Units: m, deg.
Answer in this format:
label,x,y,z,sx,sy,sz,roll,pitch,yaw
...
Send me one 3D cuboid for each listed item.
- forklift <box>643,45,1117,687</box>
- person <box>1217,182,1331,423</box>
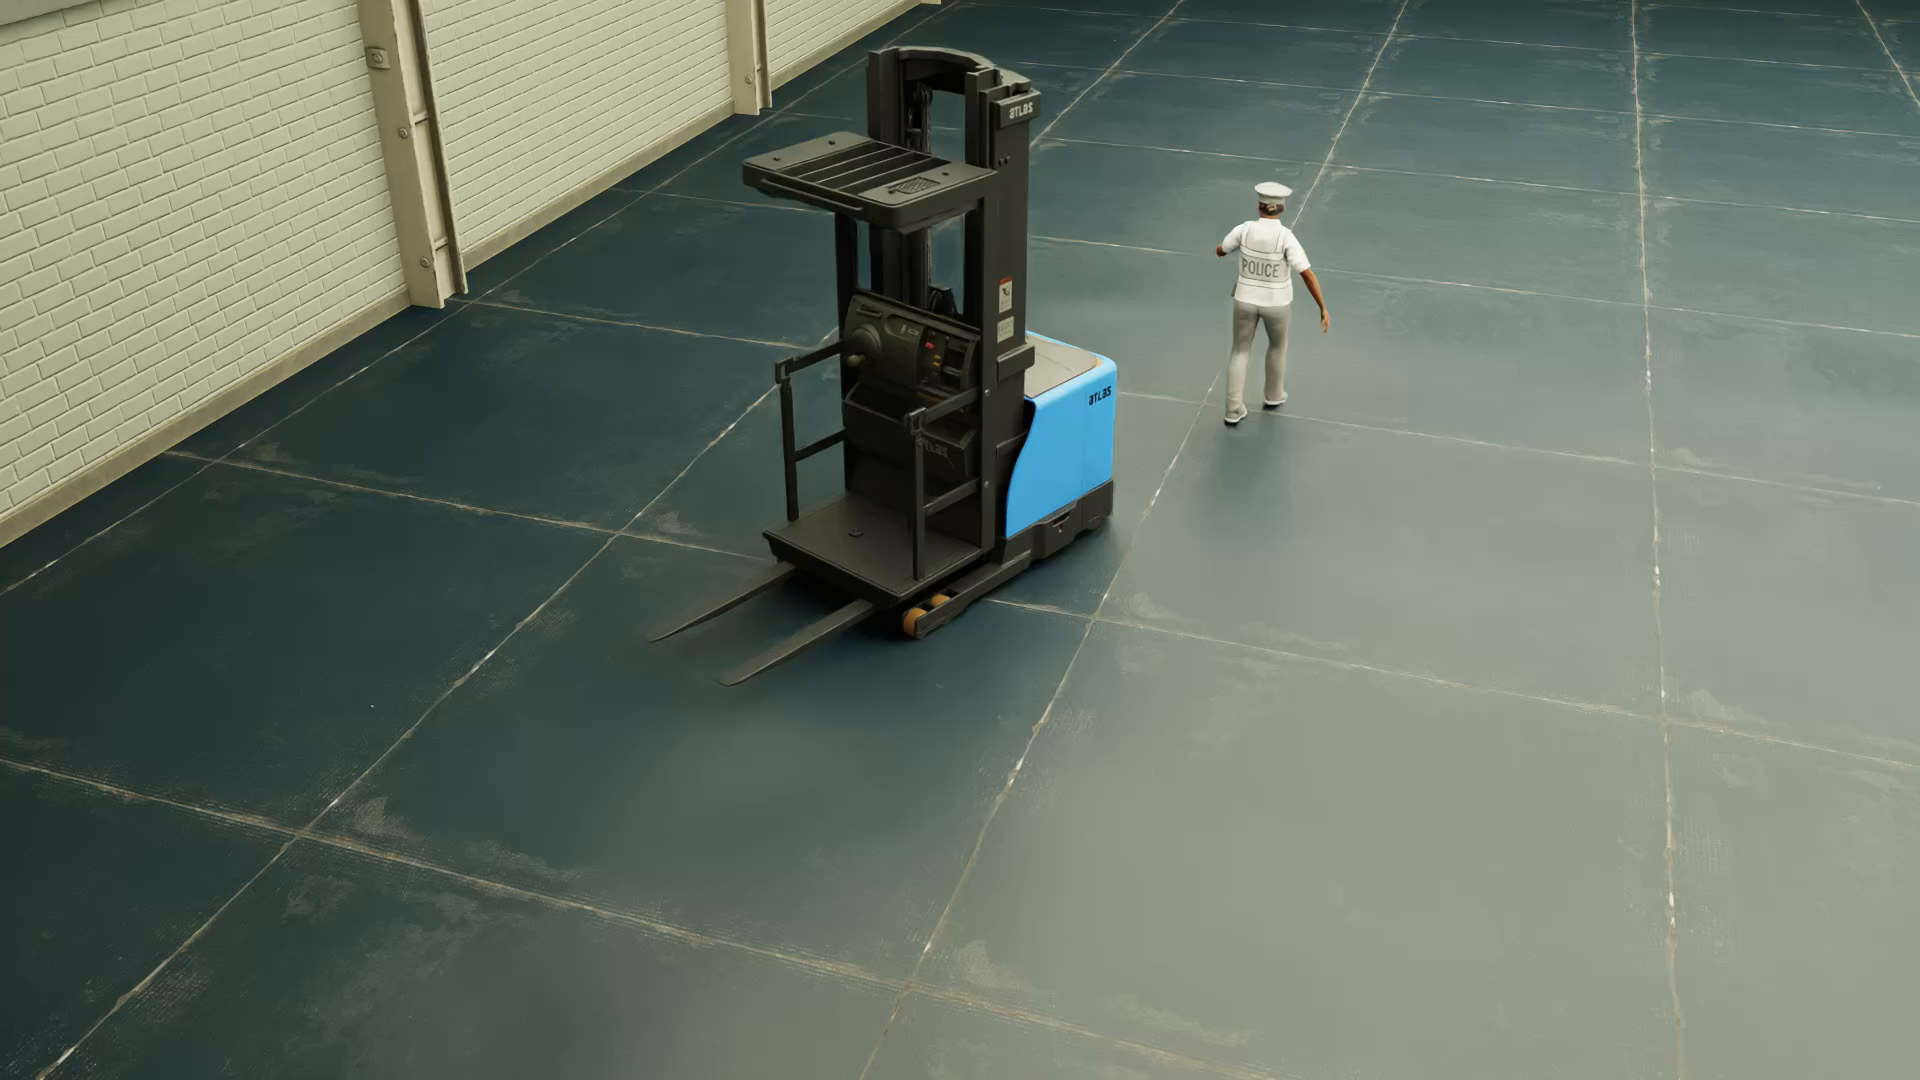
label,x,y,z,sx,sy,sz,roll,pitch,yaw
forklift,-0.416,-1.014,8.915,1.130,2.935,3.031,24,37,35
person,2.108,-1.617,11.313,0.899,1.648,0.708,12,32,19
